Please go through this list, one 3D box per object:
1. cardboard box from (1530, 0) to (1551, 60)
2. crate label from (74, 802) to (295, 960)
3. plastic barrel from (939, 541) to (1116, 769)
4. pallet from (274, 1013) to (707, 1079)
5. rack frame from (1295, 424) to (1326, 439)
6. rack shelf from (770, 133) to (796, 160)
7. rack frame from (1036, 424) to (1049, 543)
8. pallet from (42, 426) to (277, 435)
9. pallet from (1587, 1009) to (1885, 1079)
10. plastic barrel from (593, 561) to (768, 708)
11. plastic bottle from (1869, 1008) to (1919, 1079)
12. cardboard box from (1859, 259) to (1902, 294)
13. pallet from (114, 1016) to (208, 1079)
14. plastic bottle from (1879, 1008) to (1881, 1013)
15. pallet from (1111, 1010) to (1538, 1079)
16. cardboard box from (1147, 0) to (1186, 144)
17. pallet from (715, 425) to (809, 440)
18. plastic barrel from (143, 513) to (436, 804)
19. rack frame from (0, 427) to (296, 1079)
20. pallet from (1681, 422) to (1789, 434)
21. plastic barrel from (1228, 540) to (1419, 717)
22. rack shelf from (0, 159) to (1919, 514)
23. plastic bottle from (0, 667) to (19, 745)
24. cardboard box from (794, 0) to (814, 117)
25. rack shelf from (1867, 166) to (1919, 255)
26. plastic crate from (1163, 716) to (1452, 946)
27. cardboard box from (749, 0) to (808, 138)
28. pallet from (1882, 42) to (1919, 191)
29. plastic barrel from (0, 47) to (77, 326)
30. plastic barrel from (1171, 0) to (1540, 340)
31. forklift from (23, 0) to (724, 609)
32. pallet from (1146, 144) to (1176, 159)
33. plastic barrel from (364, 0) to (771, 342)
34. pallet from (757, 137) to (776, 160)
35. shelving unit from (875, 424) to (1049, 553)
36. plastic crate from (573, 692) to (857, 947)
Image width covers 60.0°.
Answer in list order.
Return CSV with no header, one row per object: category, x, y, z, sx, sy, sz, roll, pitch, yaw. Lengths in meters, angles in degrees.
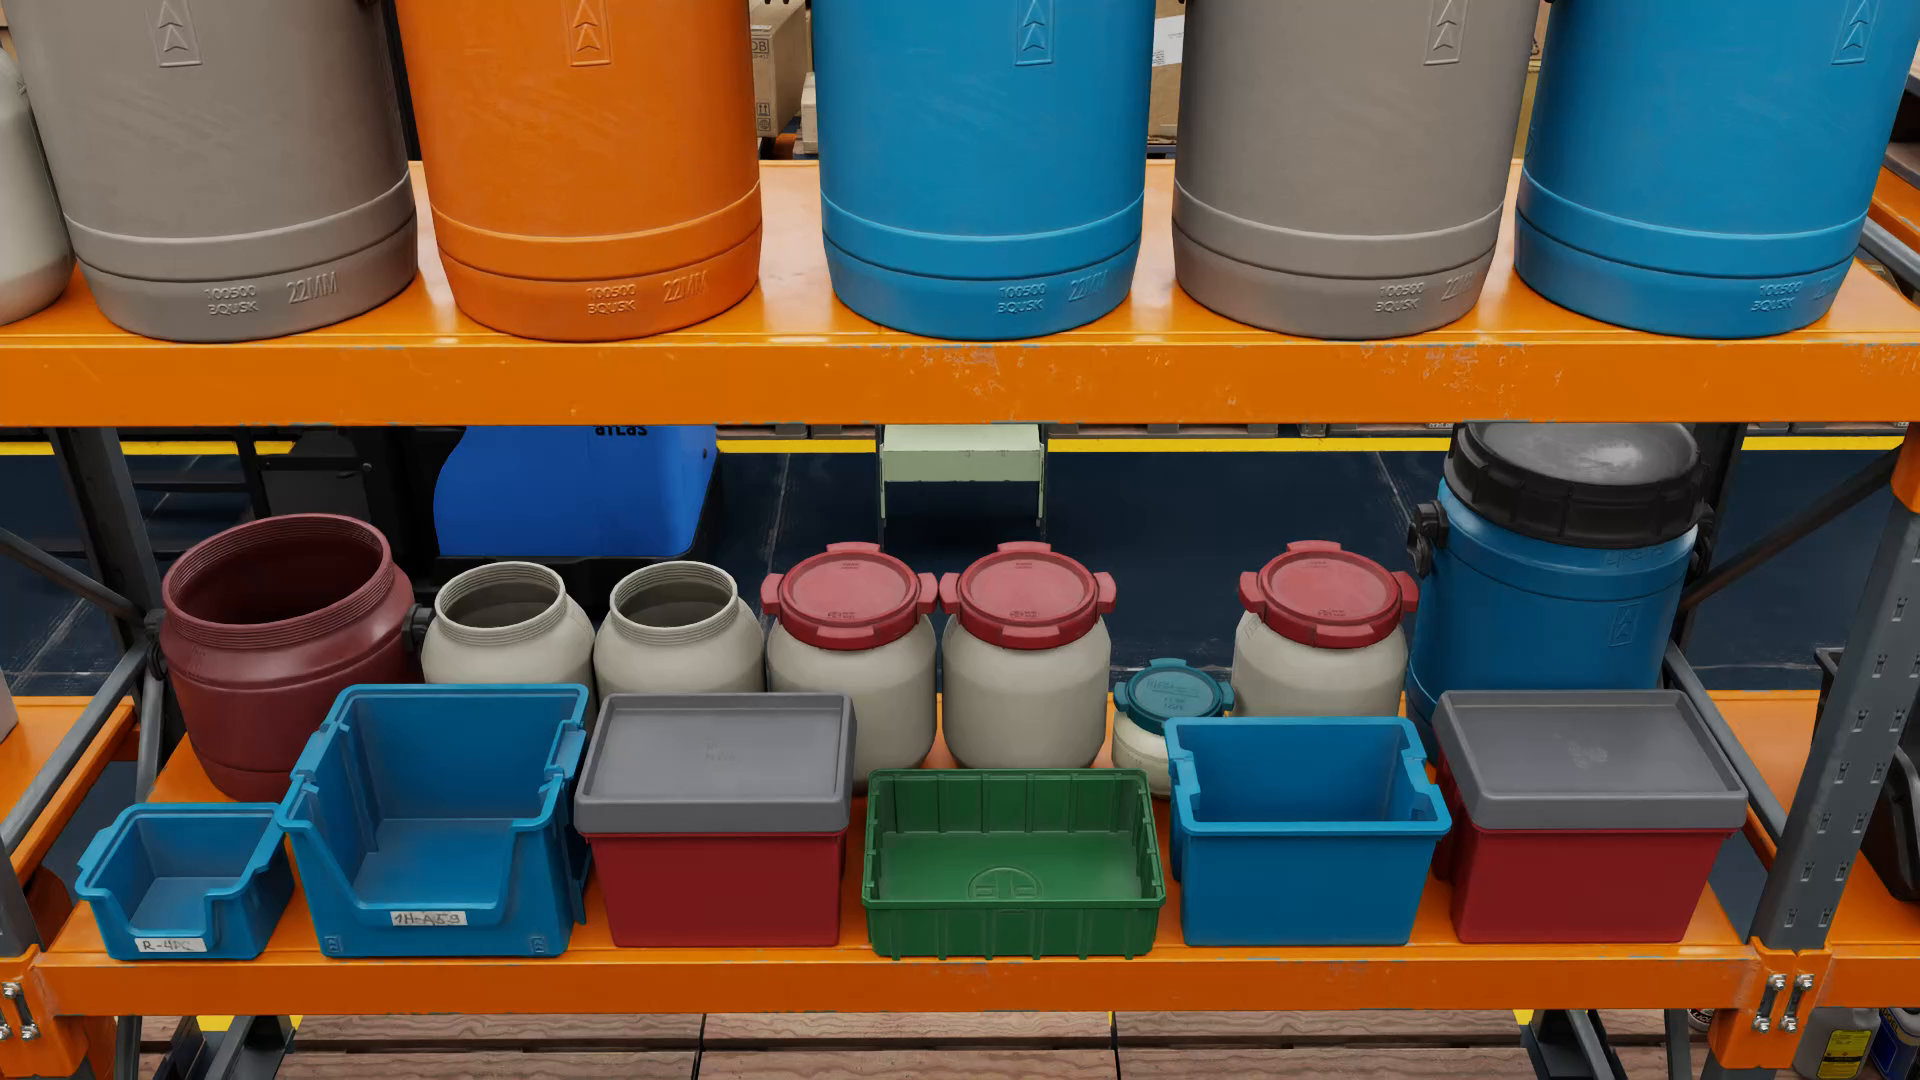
cardboard box,2.777,-2.537,7.693,0.500,0.500,0.500,0,31,0
crate label,-1.721,0.779,3.736,0.416,0.233,0.303,0,31,0
plastic barrel,0.164,0.335,4.175,0.433,0.535,0.433,0,31,0
pallet,-1.369,1.724,4.705,1.213,0.211,1.003,0,31,0
rack frame,1.826,-2.068,8.266,0.127,3.000,1.000,0,31,0
rack shelf,-0.174,-1.754,8.443,4.000,0.370,1.077,0,31,0
rack frame,0.373,-0.642,7.363,0.023,1.500,0.400,0,31,0
pallet,-4.180,-0.897,9.026,1.213,0.211,1.003,0,31,0
pallet,2.528,1.713,4.723,1.213,0.211,1.003,0,31,0
plastic barrel,-0.695,0.351,4.172,0.421,0.512,0.421,0,31,0
plastic bottle,2.716,1.402,4.748,0.135,0.276,0.152,0,31,0
cardboard box,4.604,-1.178,8.805,0.500,0.500,0.500,8,32,13
pallet,-2.932,1.730,4.695,1.213,0.211,1.003,0,31,0
plastic bottle,2.690,1.294,4.856,0.185,0.351,0.144,-2,31,-3
pallet,1.071,1.716,4.718,1.213,0.211,1.003,0,31,0
cardboard box,1.031,-2.574,8.117,1.000,1.000,1.000,0,31,0
pallet,-1.393,-0.865,8.972,1.213,0.211,1.003,0,31,0
plastic barrel,-1.682,0.297,4.237,0.708,0.536,0.600,0,31,0
rack frame,-2.144,0.514,4.011,0.127,3.000,1.000,0,31,0
pallet,3.720,-0.901,9.032,1.213,0.211,1.003,0,31,0
plastic barrel,0.898,0.333,4.179,0.433,0.535,0.433,0,31,0
rack shelf,-0.144,-0.467,3.430,4.000,0.370,1.077,0,31,0
plastic bottle,-2.579,0.401,4.318,0.135,0.276,0.152,0,31,0
cardboard box,-1.493,-3.801,12.887,0.750,0.750,1.050,-1,31,-1
rack shelf,3.856,-0.480,3.451,4.000,0.370,1.077,0,31,0
plastic crate,0.755,0.673,3.764,0.575,0.384,0.392,0,31,0
cardboard box,-1.077,-2.354,8.236,0.500,0.500,0.700,4,32,7
pallet,2.577,-0.753,3.390,1.003,0.211,1.213,0,31,0
plastic barrel,-1.832,-0.658,2.944,0.421,0.512,0.421,0,31,0
plastic barrel,0.695,-0.879,2.932,0.600,0.901,0.600,0,31,0
forklift,-2.649,-1.187,6.881,3.031,2.935,1.130,0,31,0
pallet,1.061,-2.059,8.436,1.213,0.211,1.003,0,31,0
plastic barrel,-0.668,-0.844,2.944,0.708,0.830,0.600,0,31,0
pallet,-1.462,-2.031,8.390,1.003,0.211,1.213,0,31,0
shelving unit,0.007,-0.641,7.361,0.755,1.500,0.431,0,31,0
plastic crate,-0.526,0.640,3.741,0.583,0.464,0.402,0,31,0
